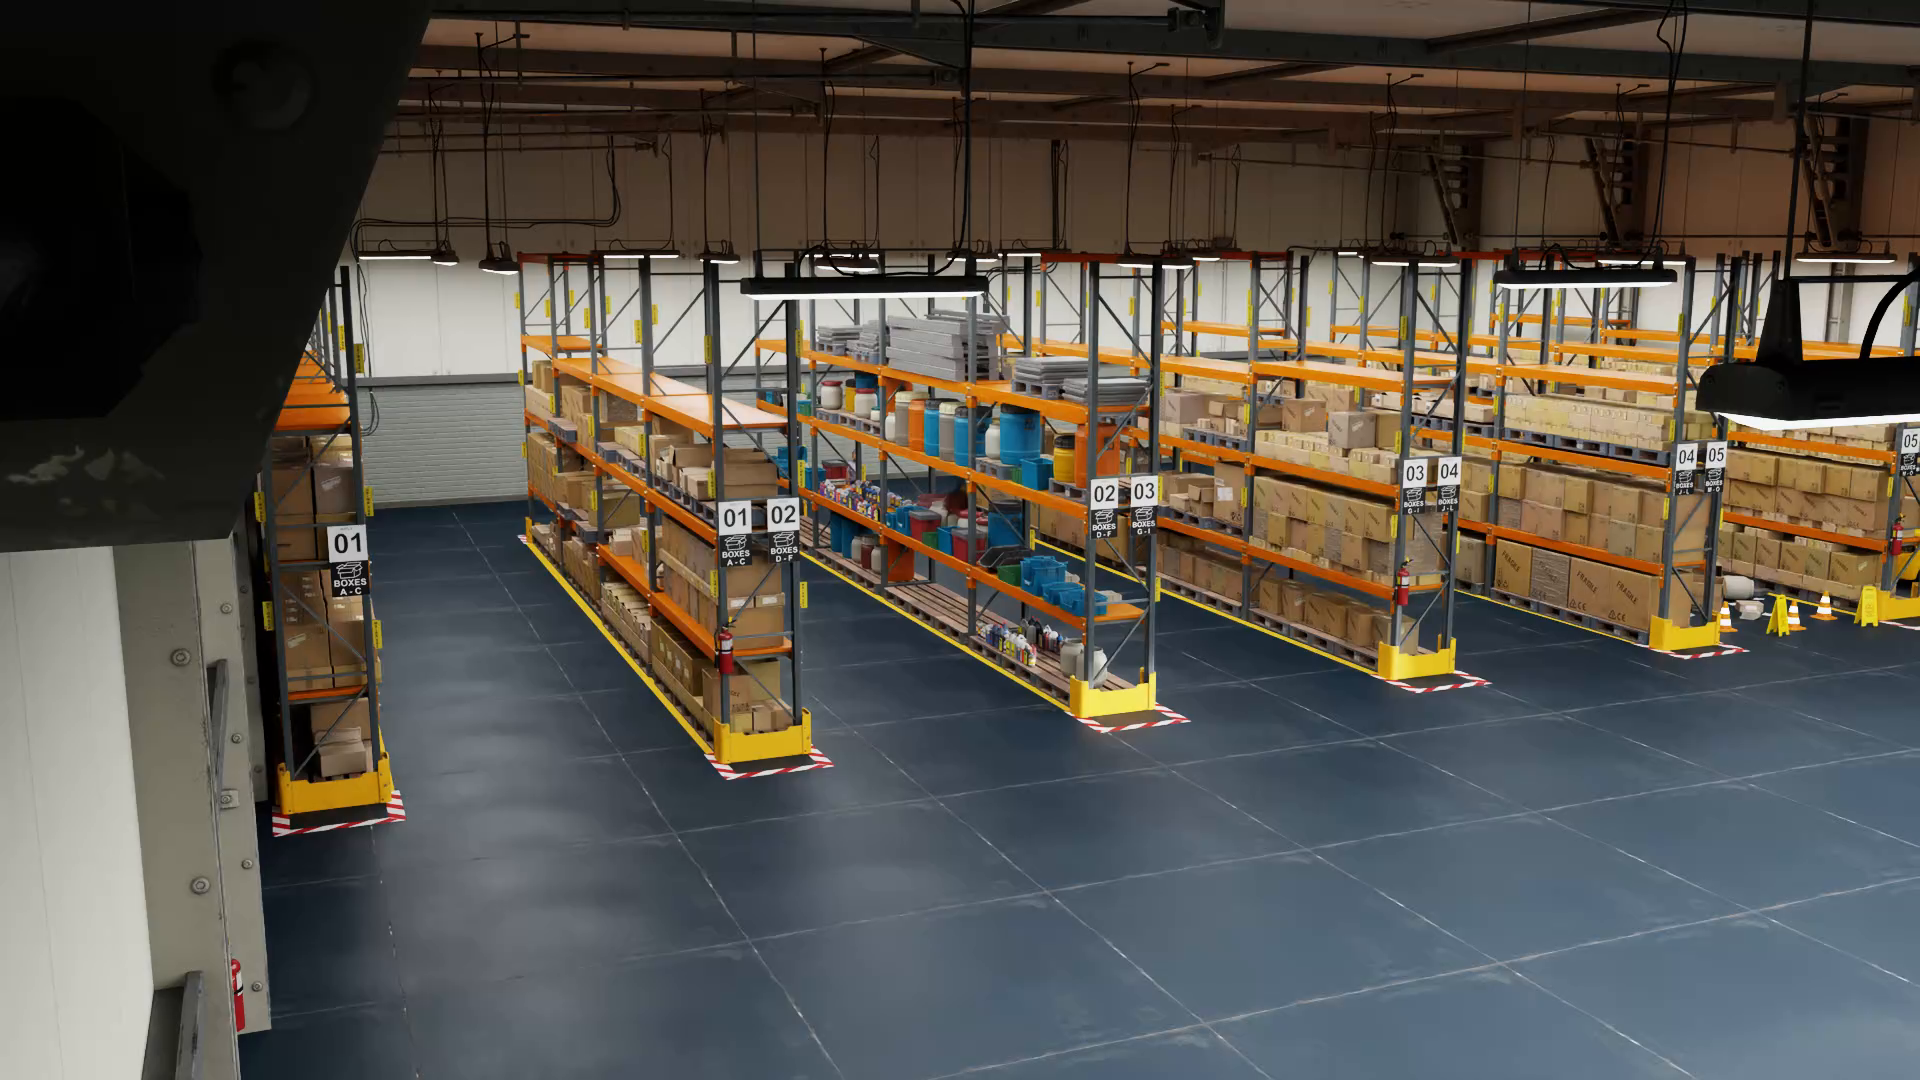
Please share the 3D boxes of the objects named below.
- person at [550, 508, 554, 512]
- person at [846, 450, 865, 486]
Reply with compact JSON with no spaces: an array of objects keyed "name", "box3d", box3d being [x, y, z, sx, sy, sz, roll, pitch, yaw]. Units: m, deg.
[{"name":"person","box3d":[-9.294,-1.453,38.309,0.460,1.702,0.414,-2,11,-10]},{"name":"person","box3d":[-2.272,-1.222,37.168,0.569,1.578,0.981,-8,13,-39]}]
